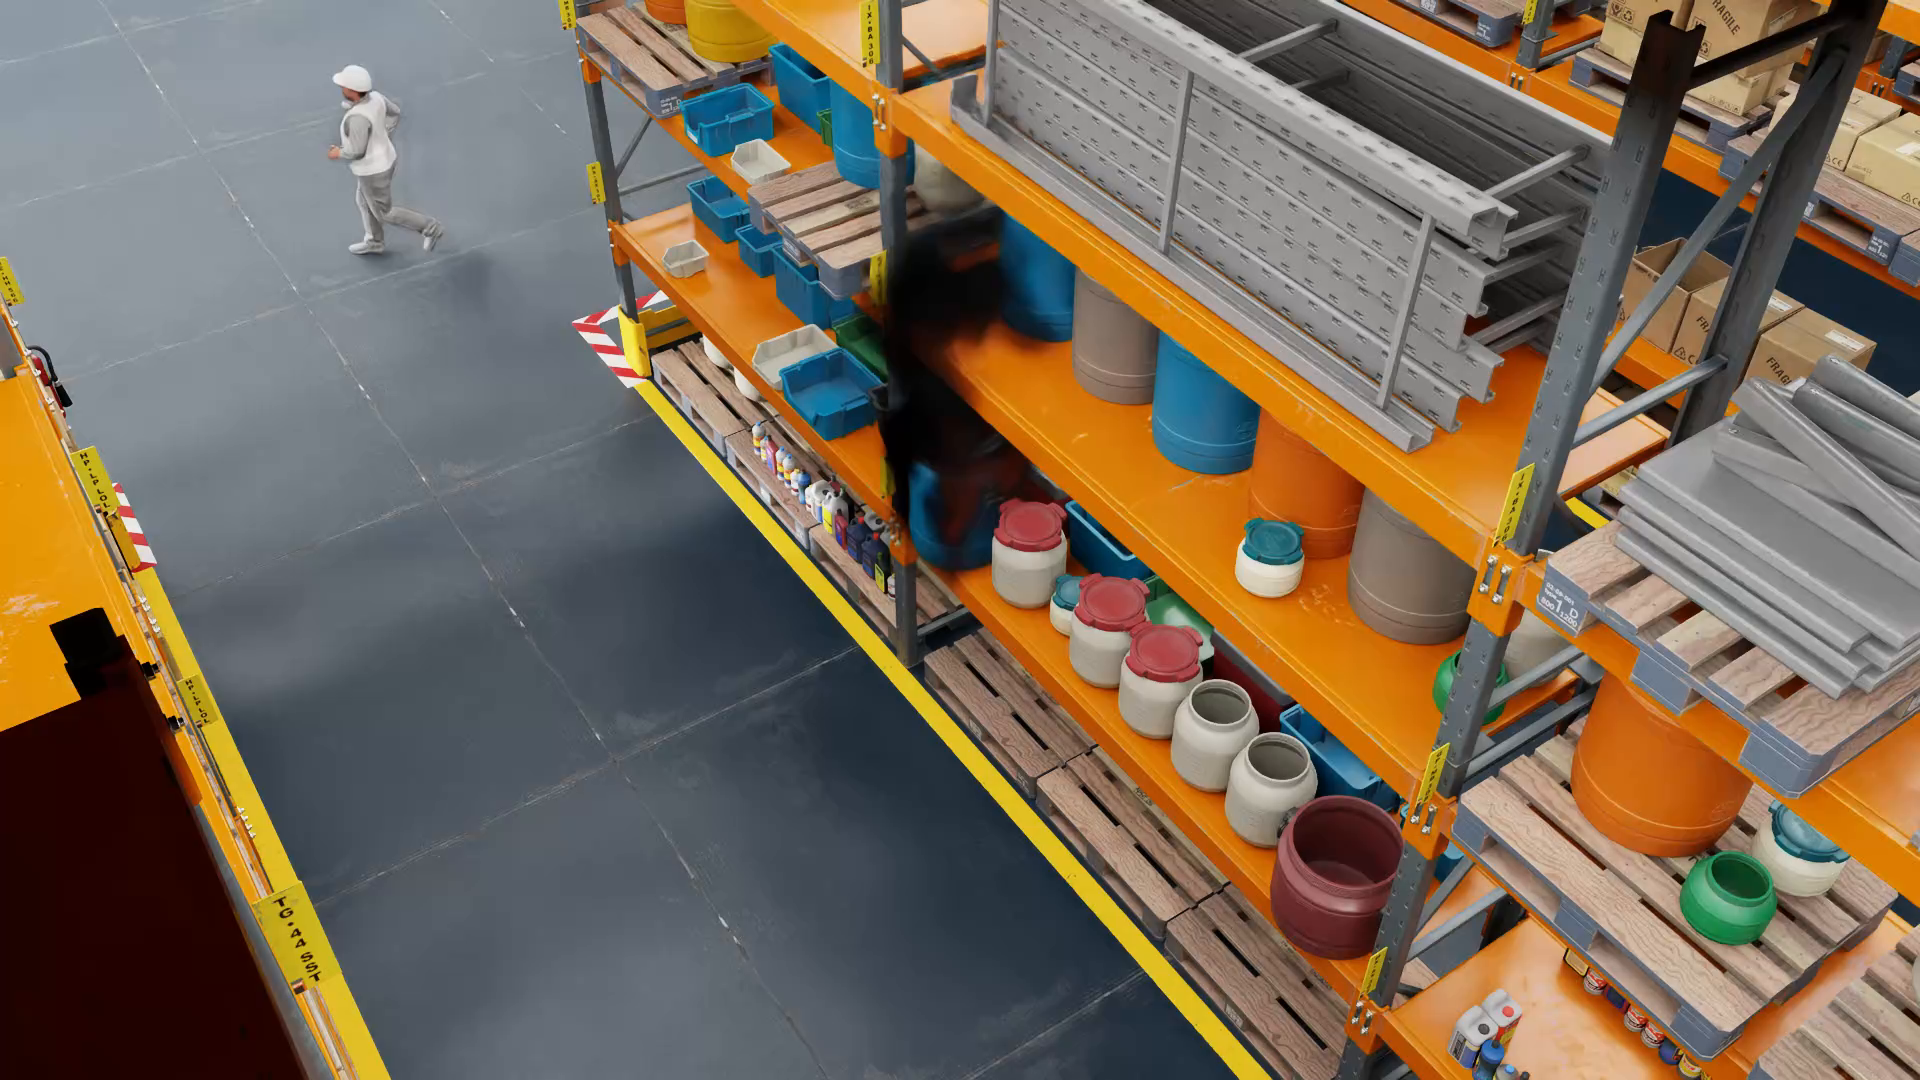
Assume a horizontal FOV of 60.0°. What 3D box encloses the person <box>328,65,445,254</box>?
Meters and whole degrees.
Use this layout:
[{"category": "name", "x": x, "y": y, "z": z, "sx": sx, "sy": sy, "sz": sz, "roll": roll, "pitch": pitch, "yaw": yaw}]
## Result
[{"category": "person", "x": -4.868, "y": -3.139, "z": 13.862, "sx": 0.878, "sy": 1.750, "sz": 0.684, "roll": 0, "pitch": 43, "yaw": 0}]
